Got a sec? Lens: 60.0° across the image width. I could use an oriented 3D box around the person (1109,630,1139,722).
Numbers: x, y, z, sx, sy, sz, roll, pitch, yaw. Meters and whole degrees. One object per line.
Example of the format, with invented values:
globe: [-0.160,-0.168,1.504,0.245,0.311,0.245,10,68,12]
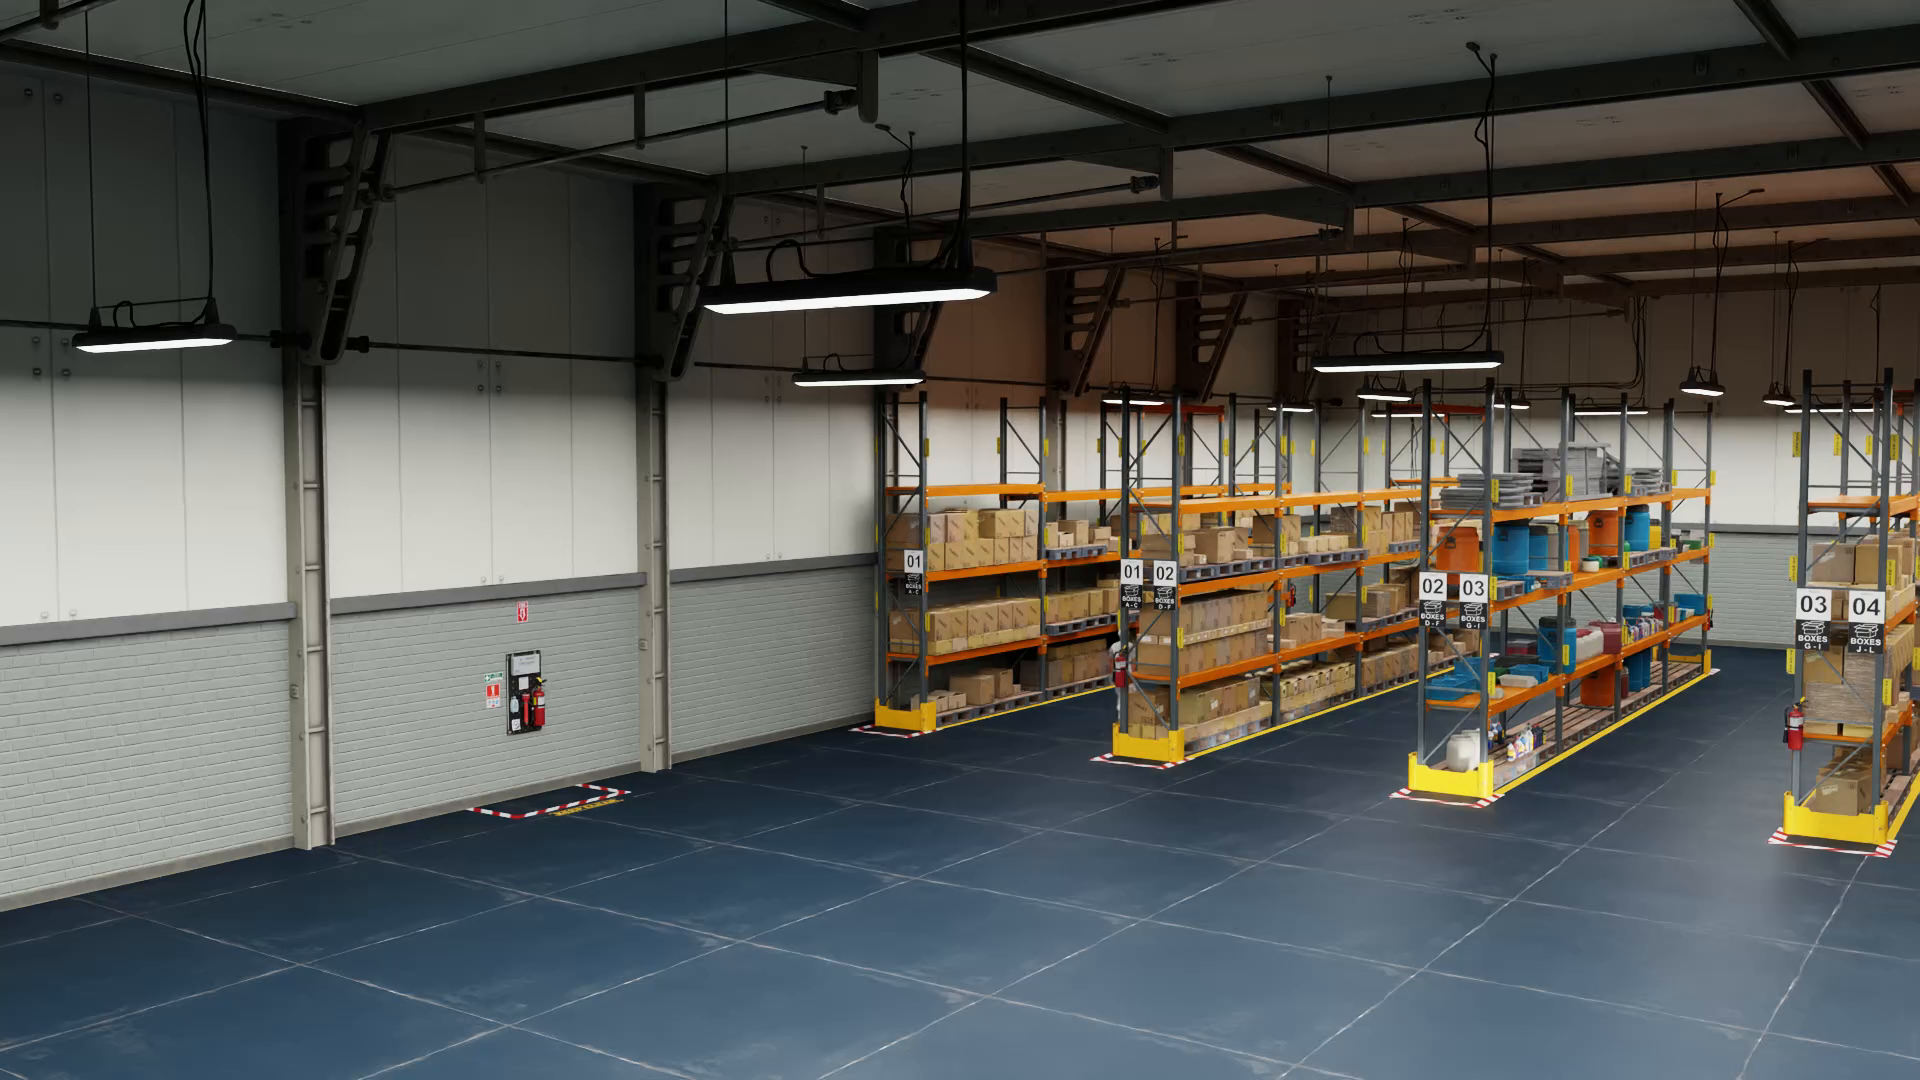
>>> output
person: [2.941,2.453,29.955,0.573,1.787,0.551,2,4,34]
